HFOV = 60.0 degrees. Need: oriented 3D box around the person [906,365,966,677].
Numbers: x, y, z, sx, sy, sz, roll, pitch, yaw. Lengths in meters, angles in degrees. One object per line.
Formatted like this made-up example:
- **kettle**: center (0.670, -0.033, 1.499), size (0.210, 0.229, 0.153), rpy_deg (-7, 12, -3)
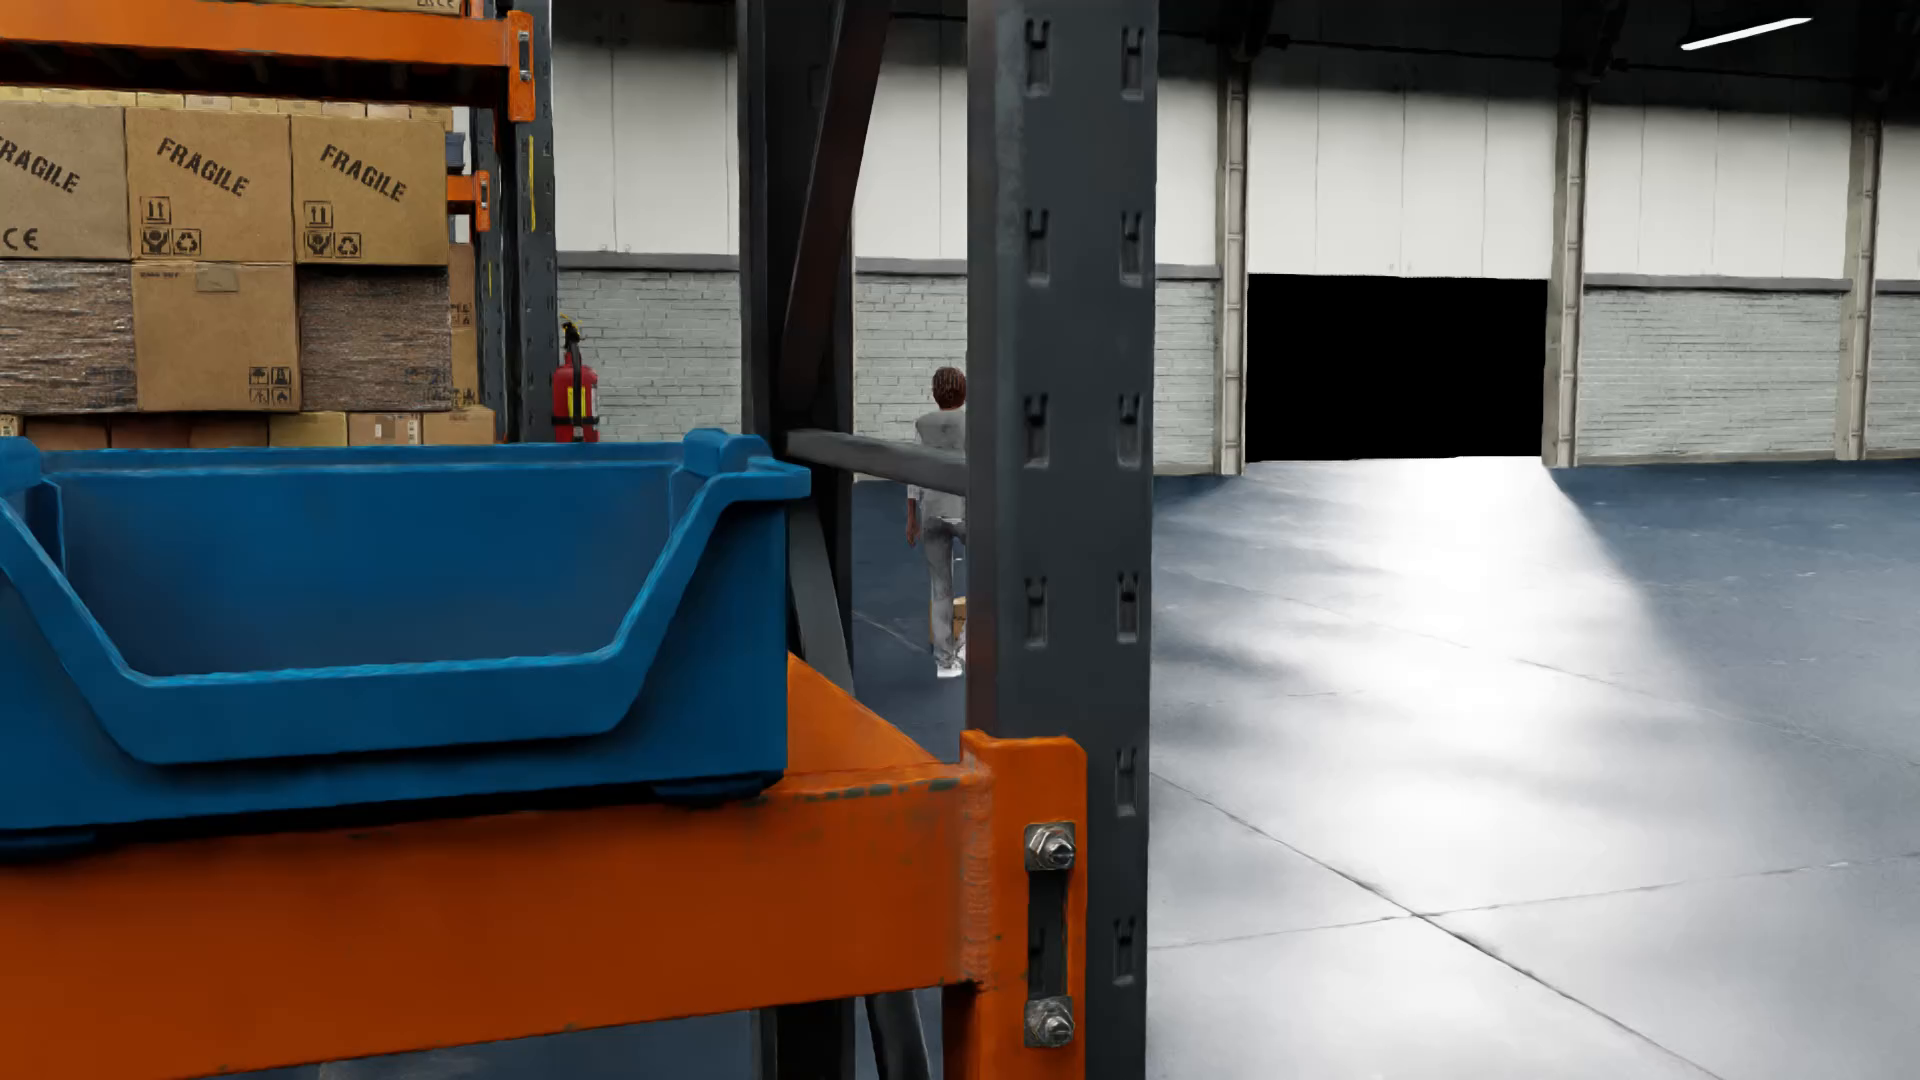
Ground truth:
- **person**: center (-0.001, -0.087, 8.449), size (0.578, 1.589, 0.419), rpy_deg (2, 6, 18)
